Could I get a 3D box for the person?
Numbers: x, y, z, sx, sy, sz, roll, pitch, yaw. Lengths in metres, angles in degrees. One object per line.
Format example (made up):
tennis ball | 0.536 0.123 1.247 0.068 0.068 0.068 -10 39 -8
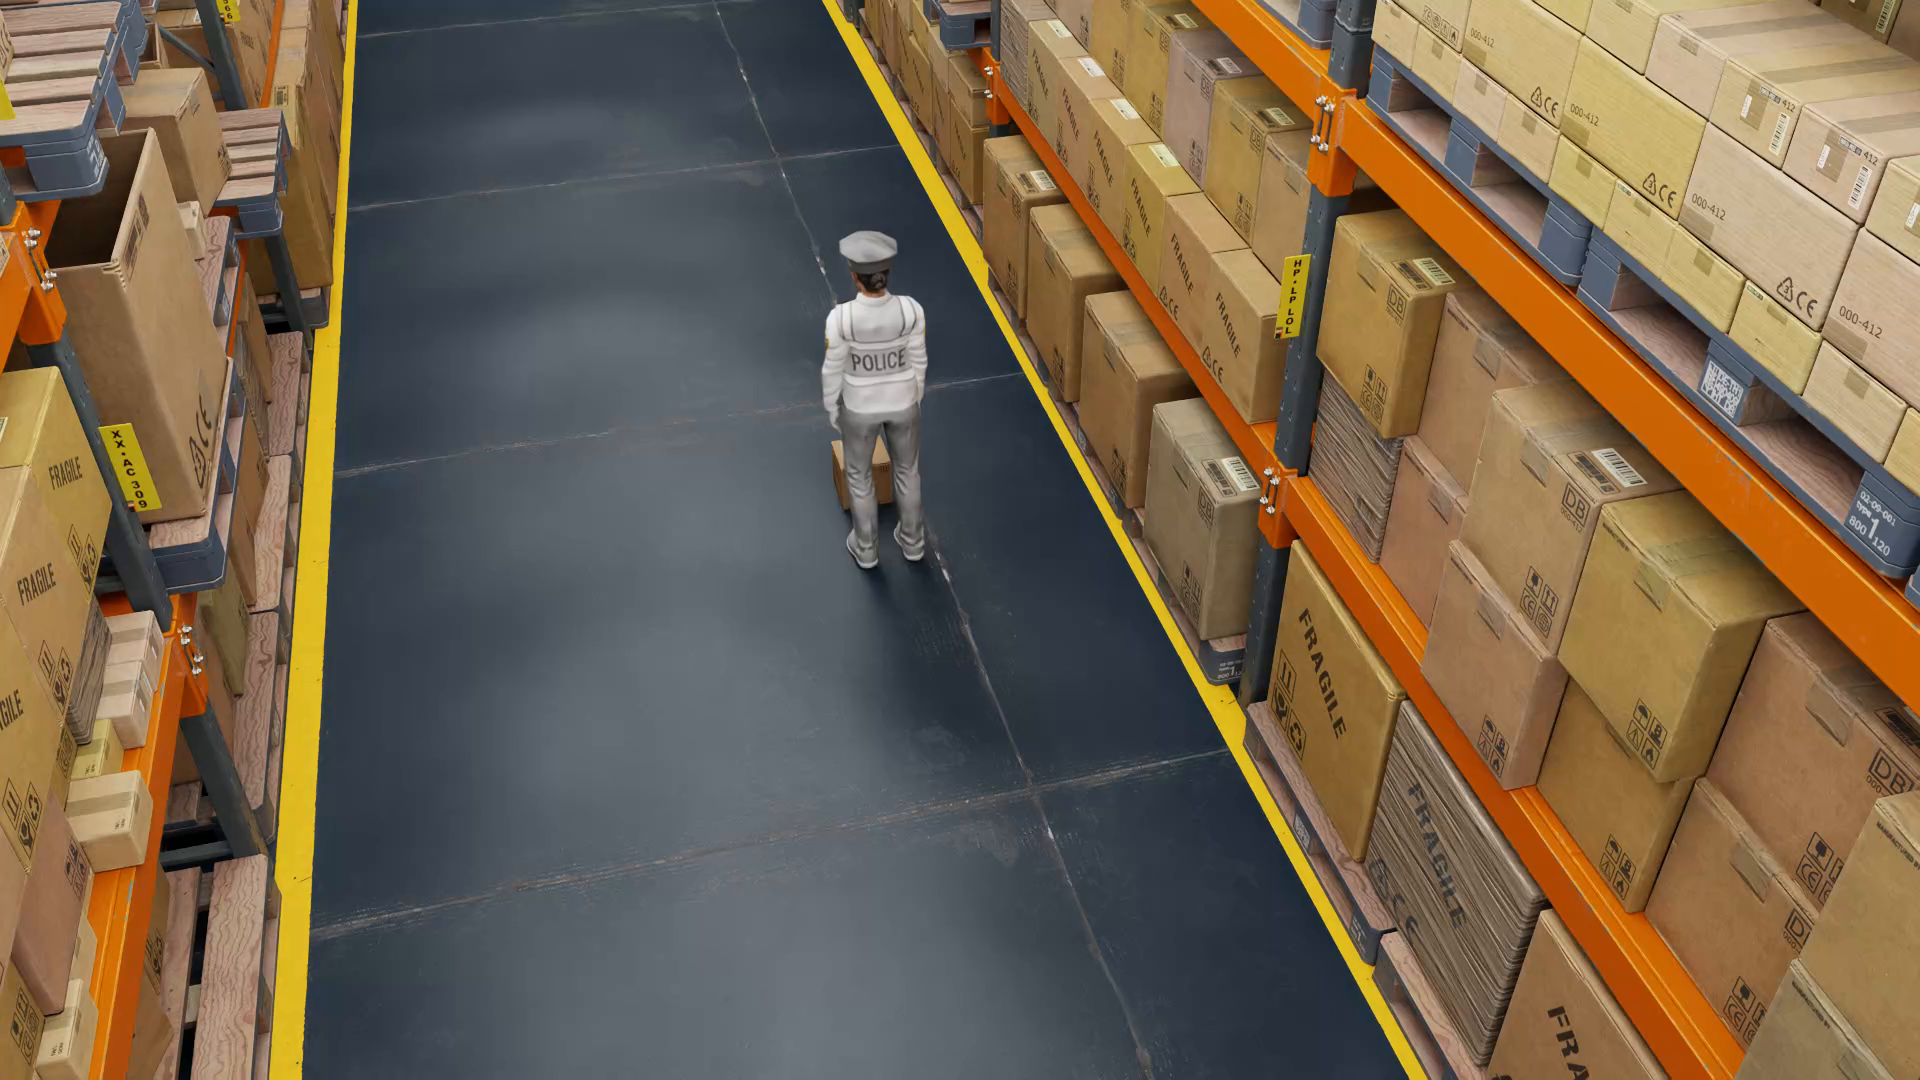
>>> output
person | -0.382 -0.602 7.477 0.470 1.663 0.327 -9 39 -11
